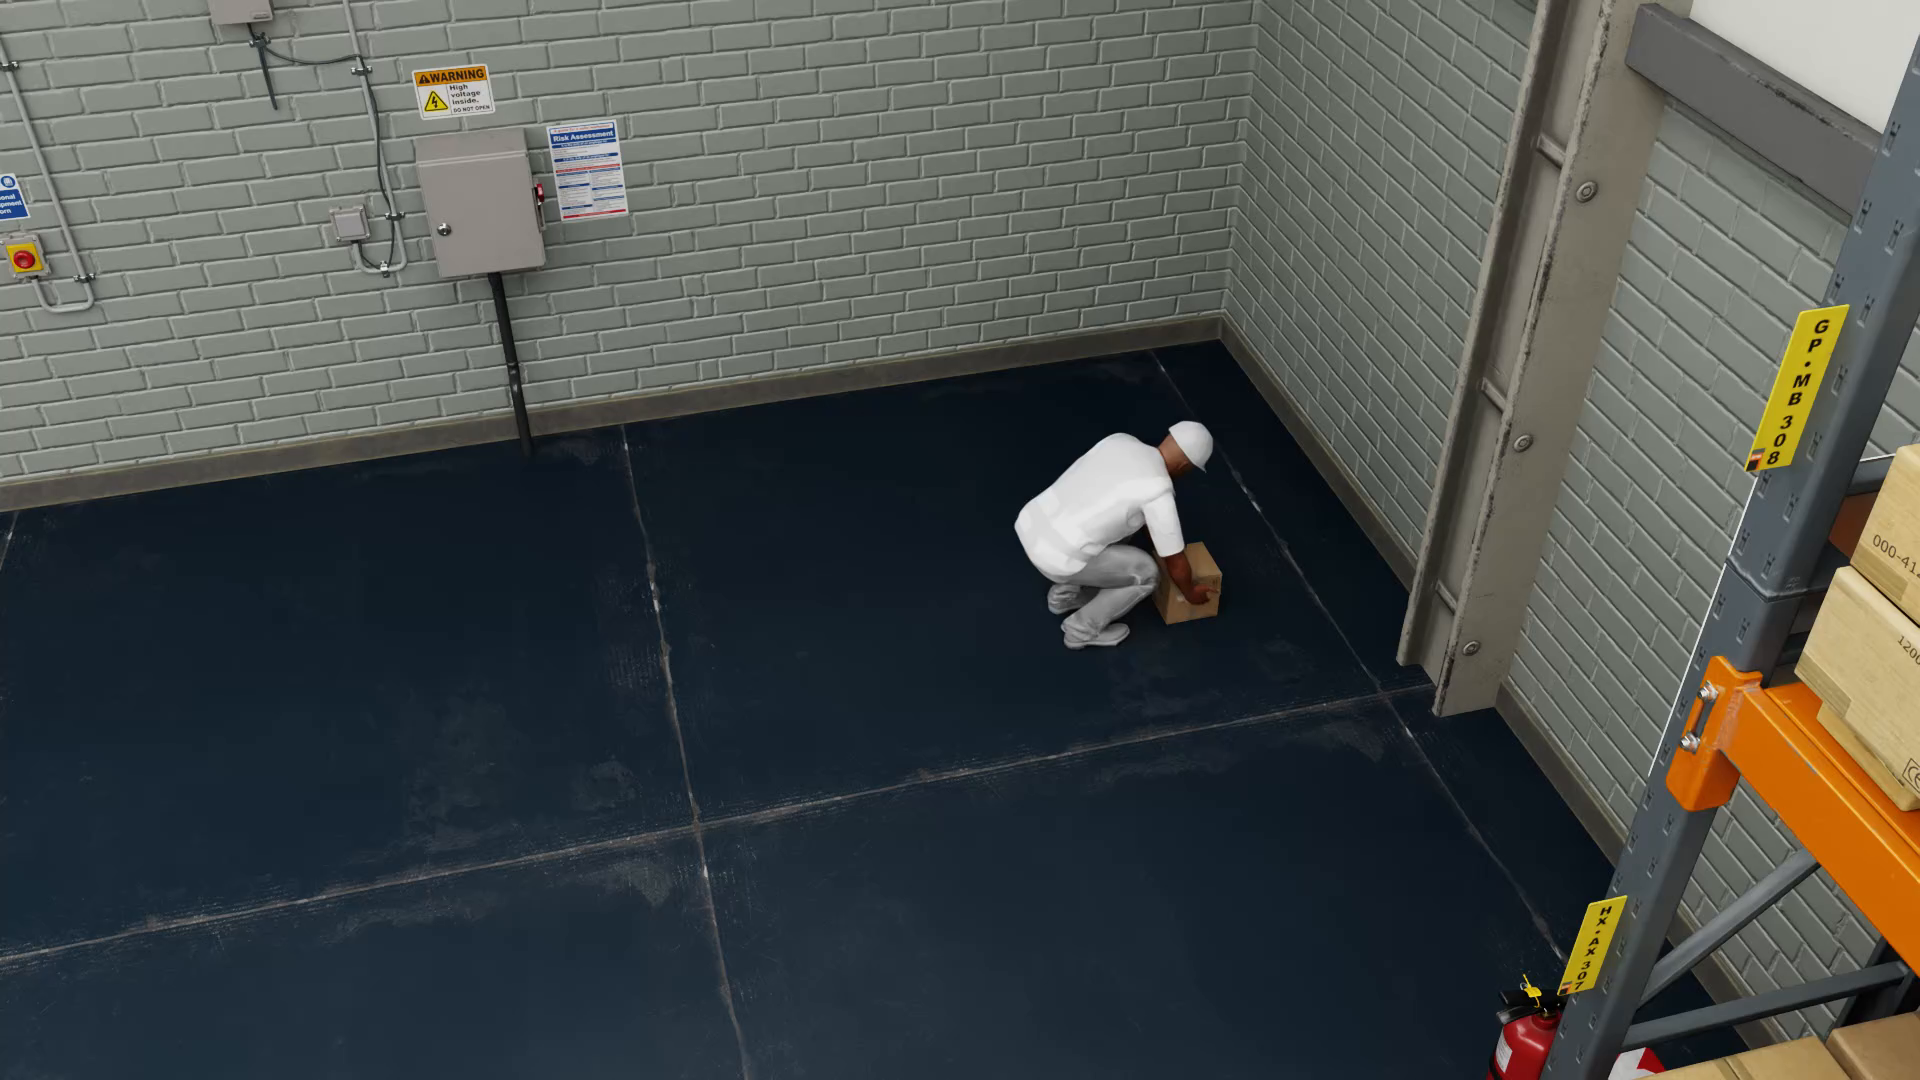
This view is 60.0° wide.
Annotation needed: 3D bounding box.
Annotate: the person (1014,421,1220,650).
[{"bbox_3d":[0.685,-0.053,7.410,0.893,0.975,0.580,-10,39,-12],"label":"person"}]
